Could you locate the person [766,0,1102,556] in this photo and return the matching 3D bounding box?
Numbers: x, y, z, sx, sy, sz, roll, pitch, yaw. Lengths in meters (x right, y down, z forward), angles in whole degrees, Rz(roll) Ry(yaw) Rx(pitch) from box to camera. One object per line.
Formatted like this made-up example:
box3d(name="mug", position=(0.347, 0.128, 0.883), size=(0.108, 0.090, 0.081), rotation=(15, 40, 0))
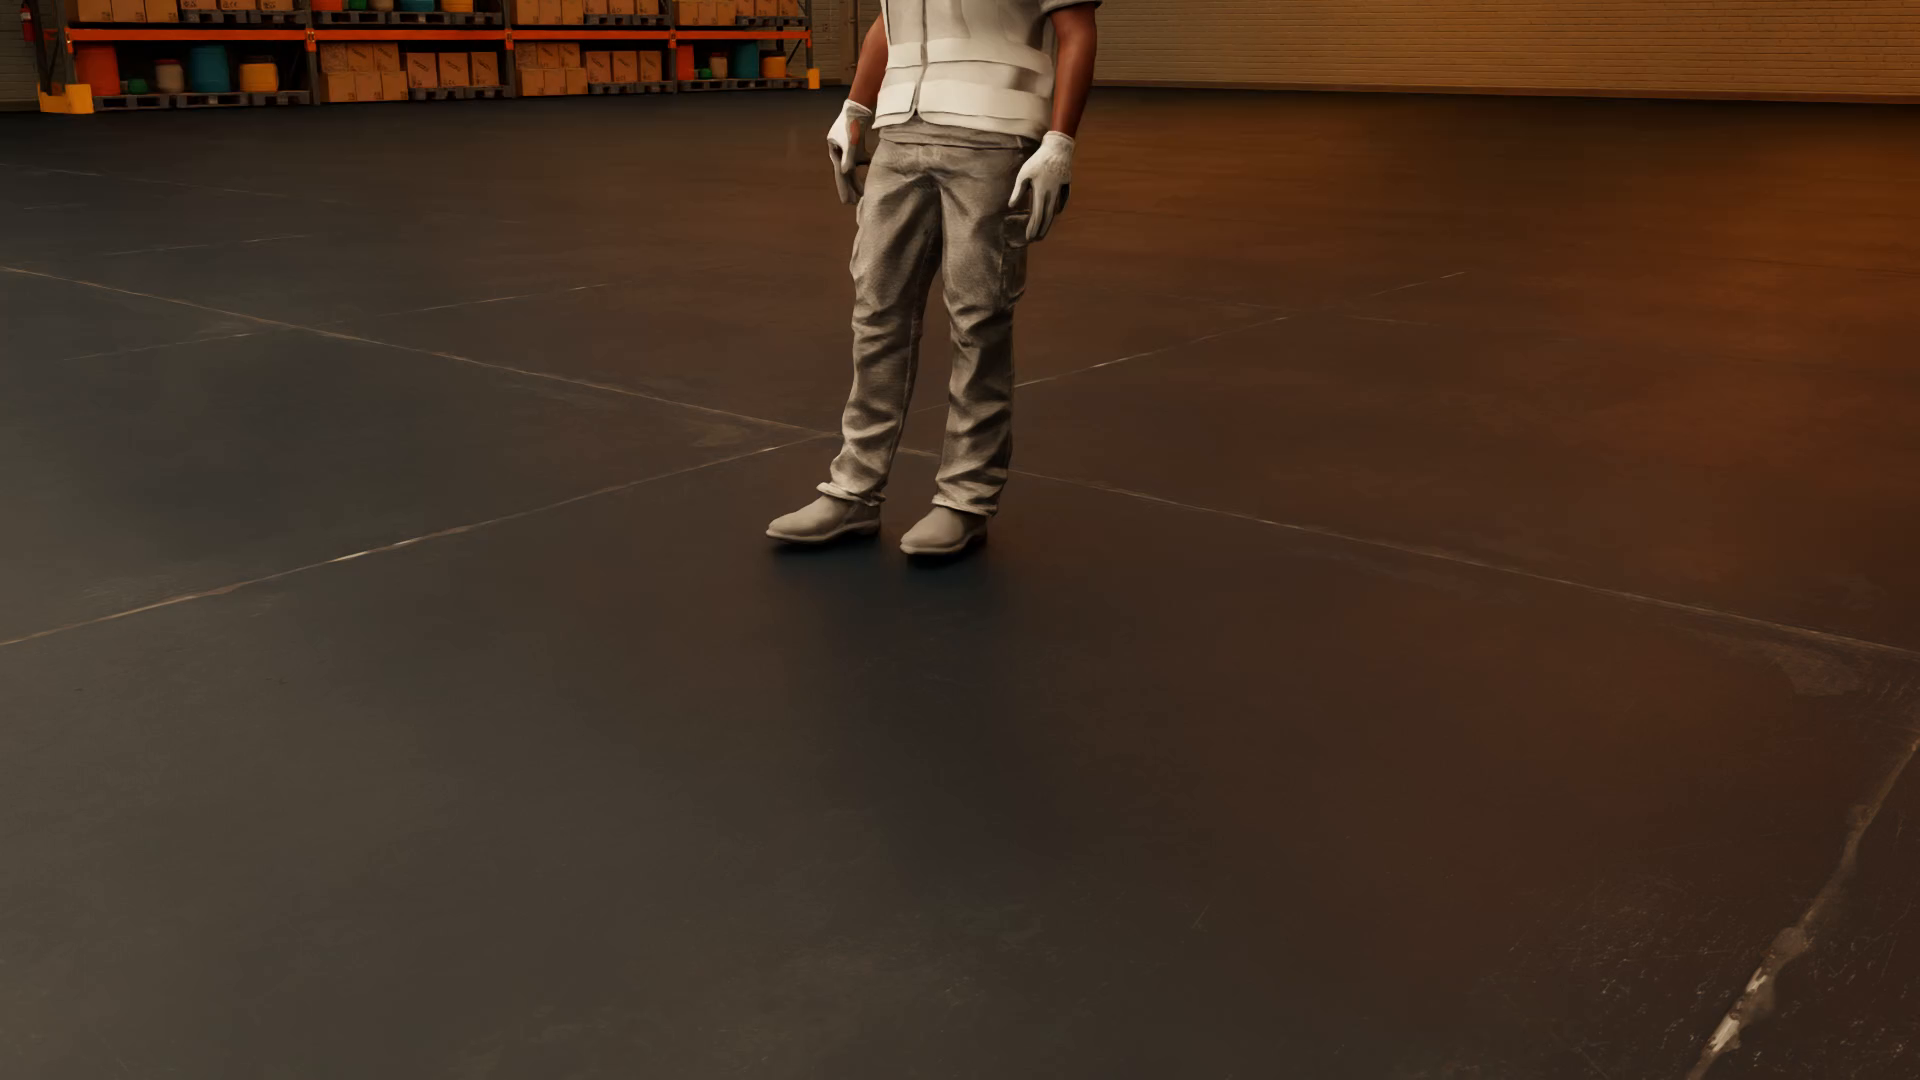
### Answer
box3d(name="person", position=(-0.053, -0.845, 3.632), size=(0.657, 1.785, 0.575), rotation=(13, 21, 37))
